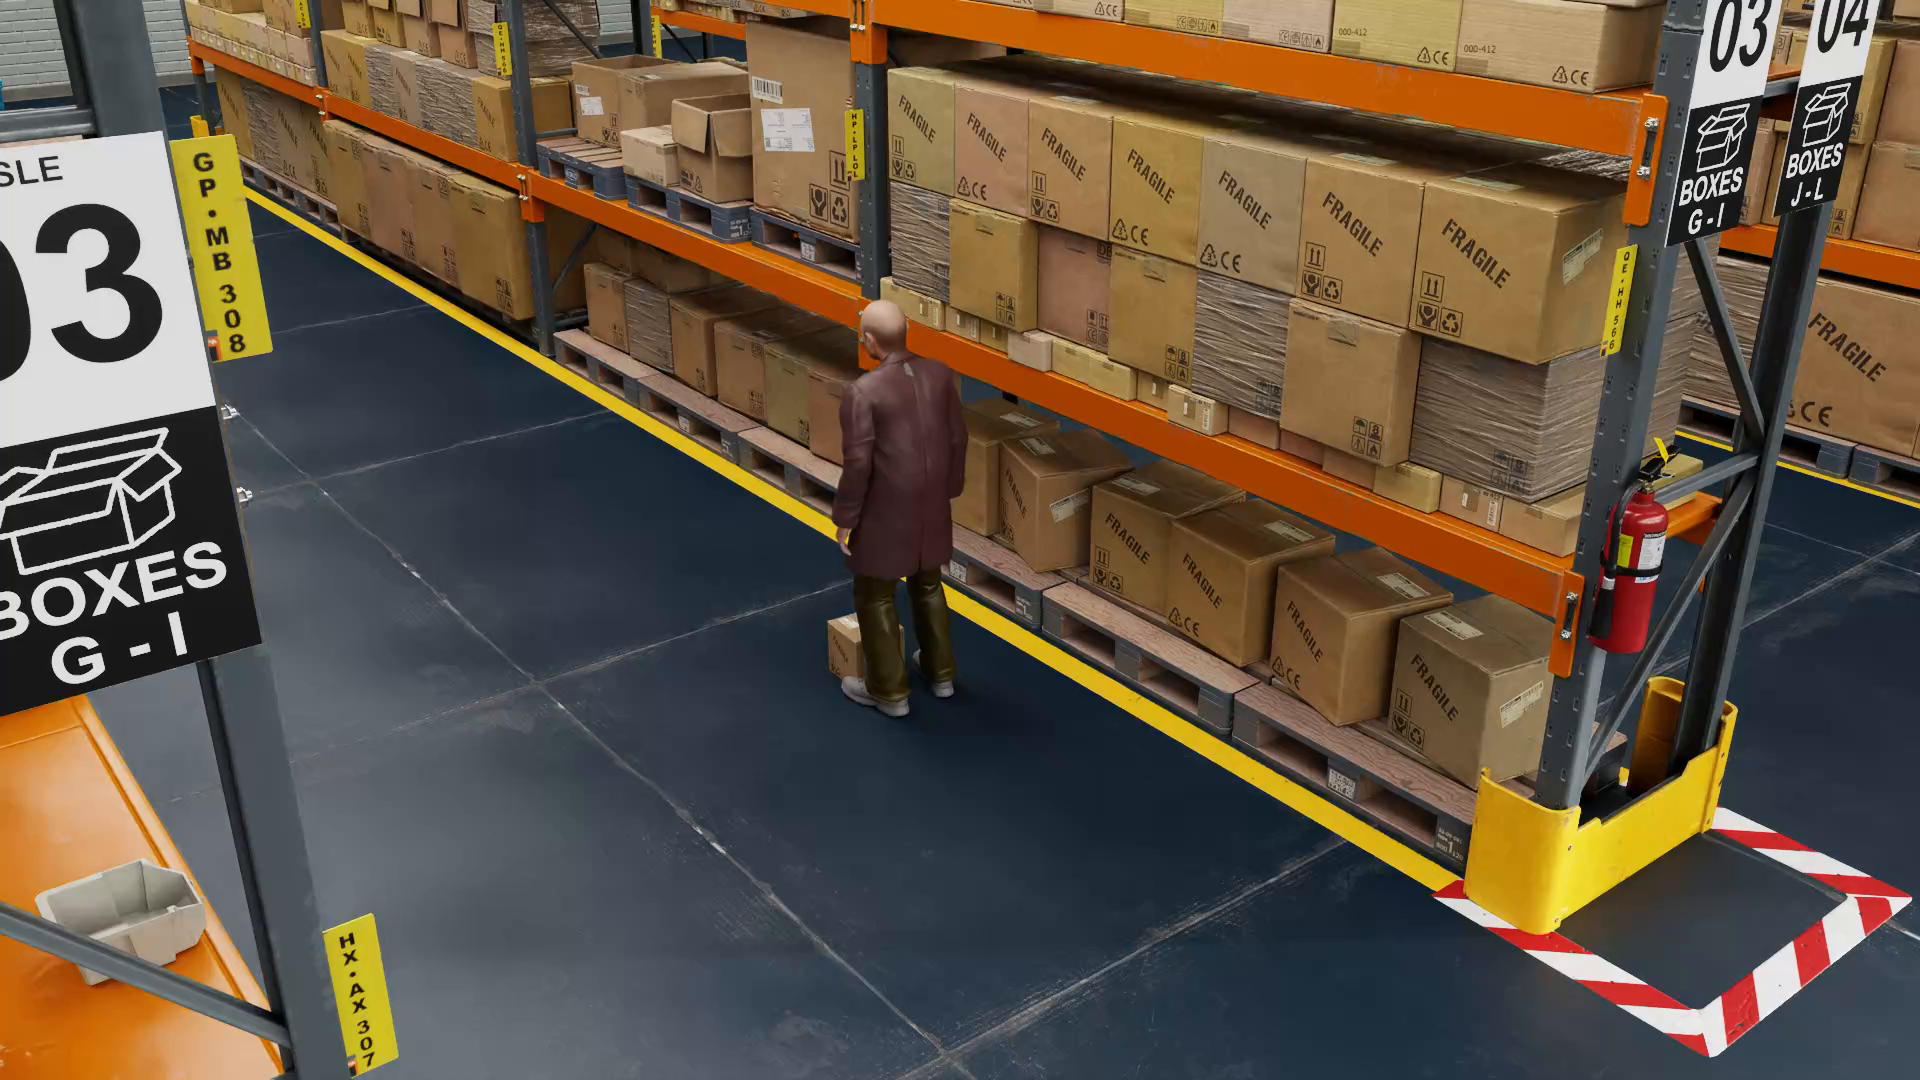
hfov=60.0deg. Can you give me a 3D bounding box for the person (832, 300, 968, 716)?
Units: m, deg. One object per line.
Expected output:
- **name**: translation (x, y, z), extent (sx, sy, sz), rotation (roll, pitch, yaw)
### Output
- **person**: translation (-0.258, -0.130, 6.909), extent (0.640, 1.773, 0.413), rotation (-18, 30, -34)
